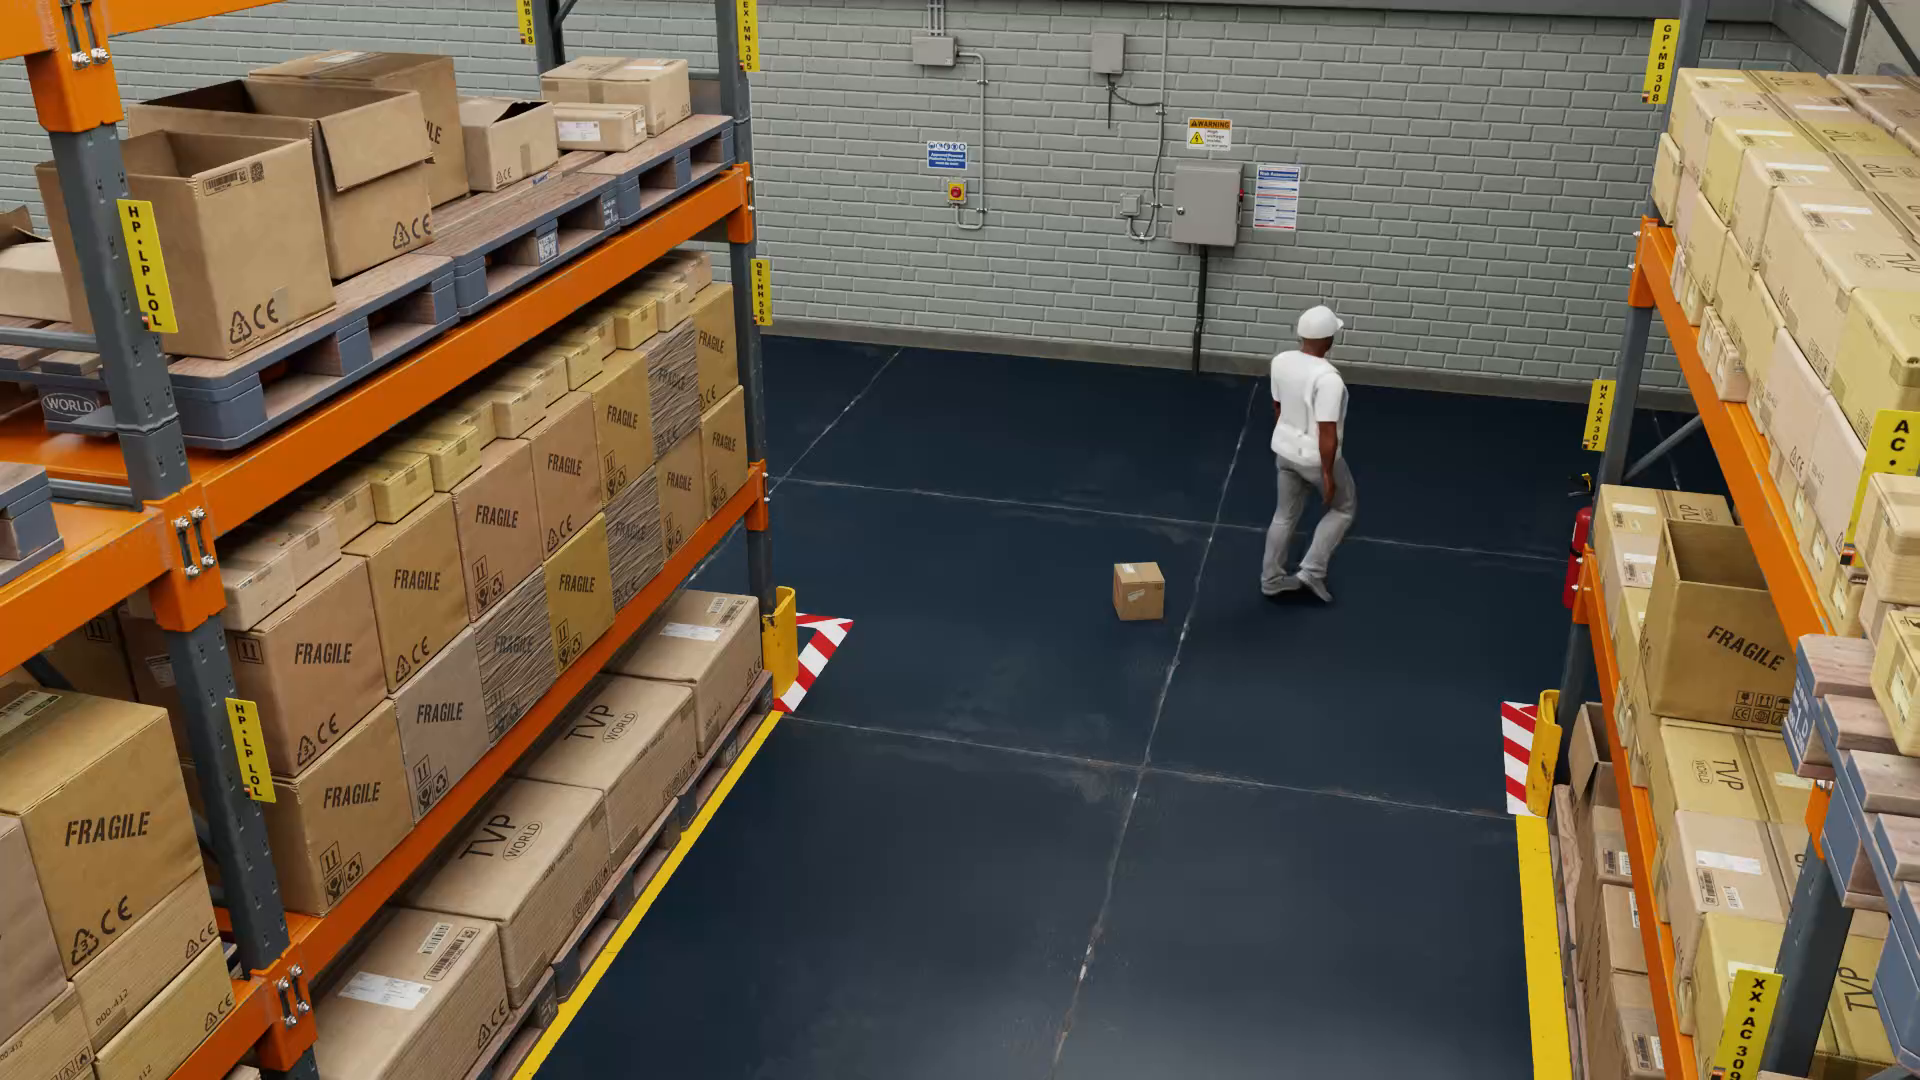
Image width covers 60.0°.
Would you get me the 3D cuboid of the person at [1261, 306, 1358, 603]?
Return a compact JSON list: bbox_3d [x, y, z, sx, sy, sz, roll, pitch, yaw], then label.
[{"bbox_3d":[2.030,-0.476,9.584,0.509,1.810,0.617,-15,29,-30],"label":"person"}]
